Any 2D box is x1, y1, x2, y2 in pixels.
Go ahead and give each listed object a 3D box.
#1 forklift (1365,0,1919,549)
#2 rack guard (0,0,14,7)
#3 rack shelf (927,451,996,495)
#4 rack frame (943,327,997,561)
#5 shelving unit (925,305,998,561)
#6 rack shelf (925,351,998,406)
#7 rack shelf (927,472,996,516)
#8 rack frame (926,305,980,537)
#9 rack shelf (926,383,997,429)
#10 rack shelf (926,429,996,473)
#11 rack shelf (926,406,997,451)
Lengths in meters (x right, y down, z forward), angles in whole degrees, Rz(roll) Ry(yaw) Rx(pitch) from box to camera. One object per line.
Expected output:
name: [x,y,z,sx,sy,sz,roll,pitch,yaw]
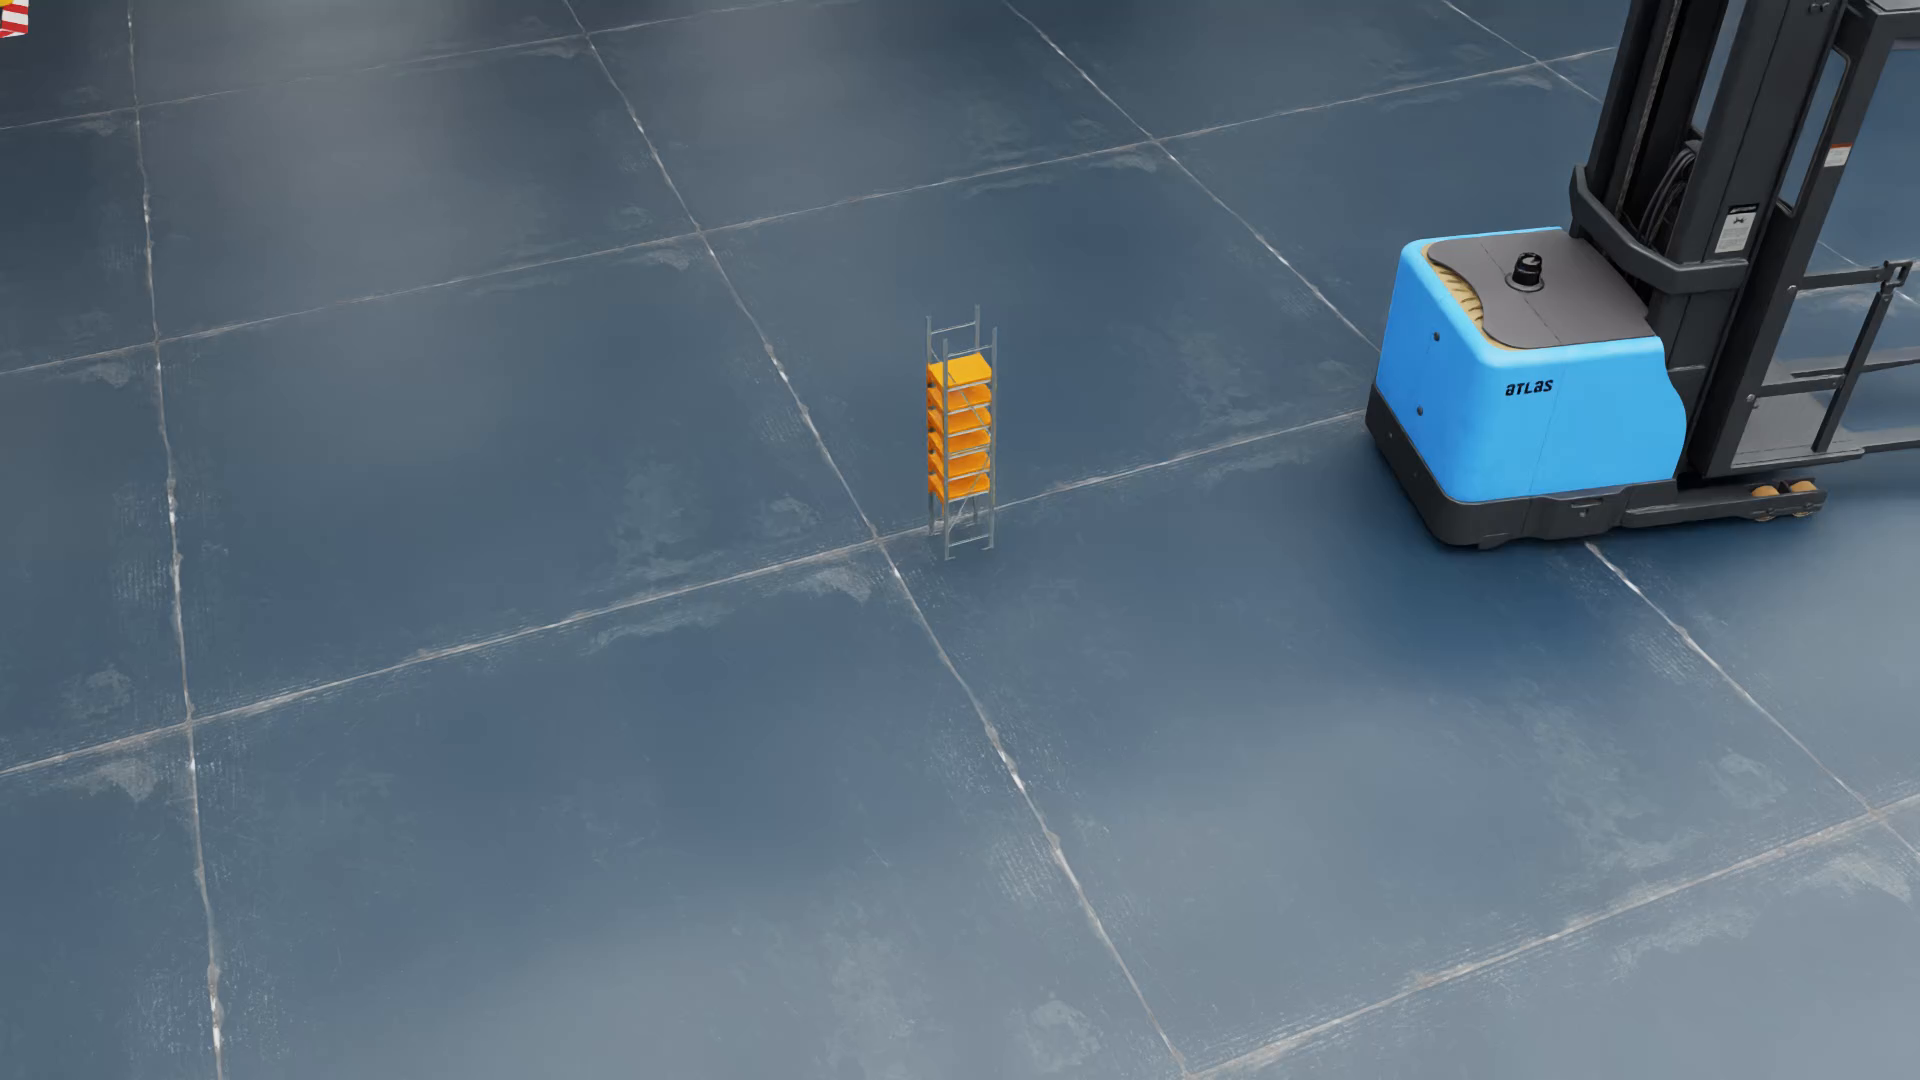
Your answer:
forklift: [3.572,-1.533,7.204,3.031,2.935,1.130,-7,41,-8]
rack guard: [-7.583,-4.091,12.043,1.175,0.500,0.348,-15,43,-17]
rack shelf: [0.006,-0.322,7.374,0.258,0.103,0.180,-15,43,-17]
rack frame: [0.041,-0.391,7.203,0.240,1.200,0.006,-15,43,-17]
shelving unit: [0.006,-0.446,7.267,0.258,1.200,0.189,-15,43,-17]
rack shelf: [0.006,-0.685,7.062,0.258,0.103,0.180,-15,43,-17]
rack shelf: [0.006,-0.231,7.453,0.258,0.103,0.180,-15,43,-17]
rack frame: [-0.029,-0.501,7.331,0.240,1.200,0.006,-15,43,-17]
rack shelf: [0.006,-0.594,7.140,0.258,0.103,0.180,-15,43,-17]
rack shelf: [0.006,-0.413,7.296,0.258,0.103,0.180,-15,43,-17]
rack shelf: [0.006,-0.504,7.218,0.258,0.103,0.180,-15,43,-17]
